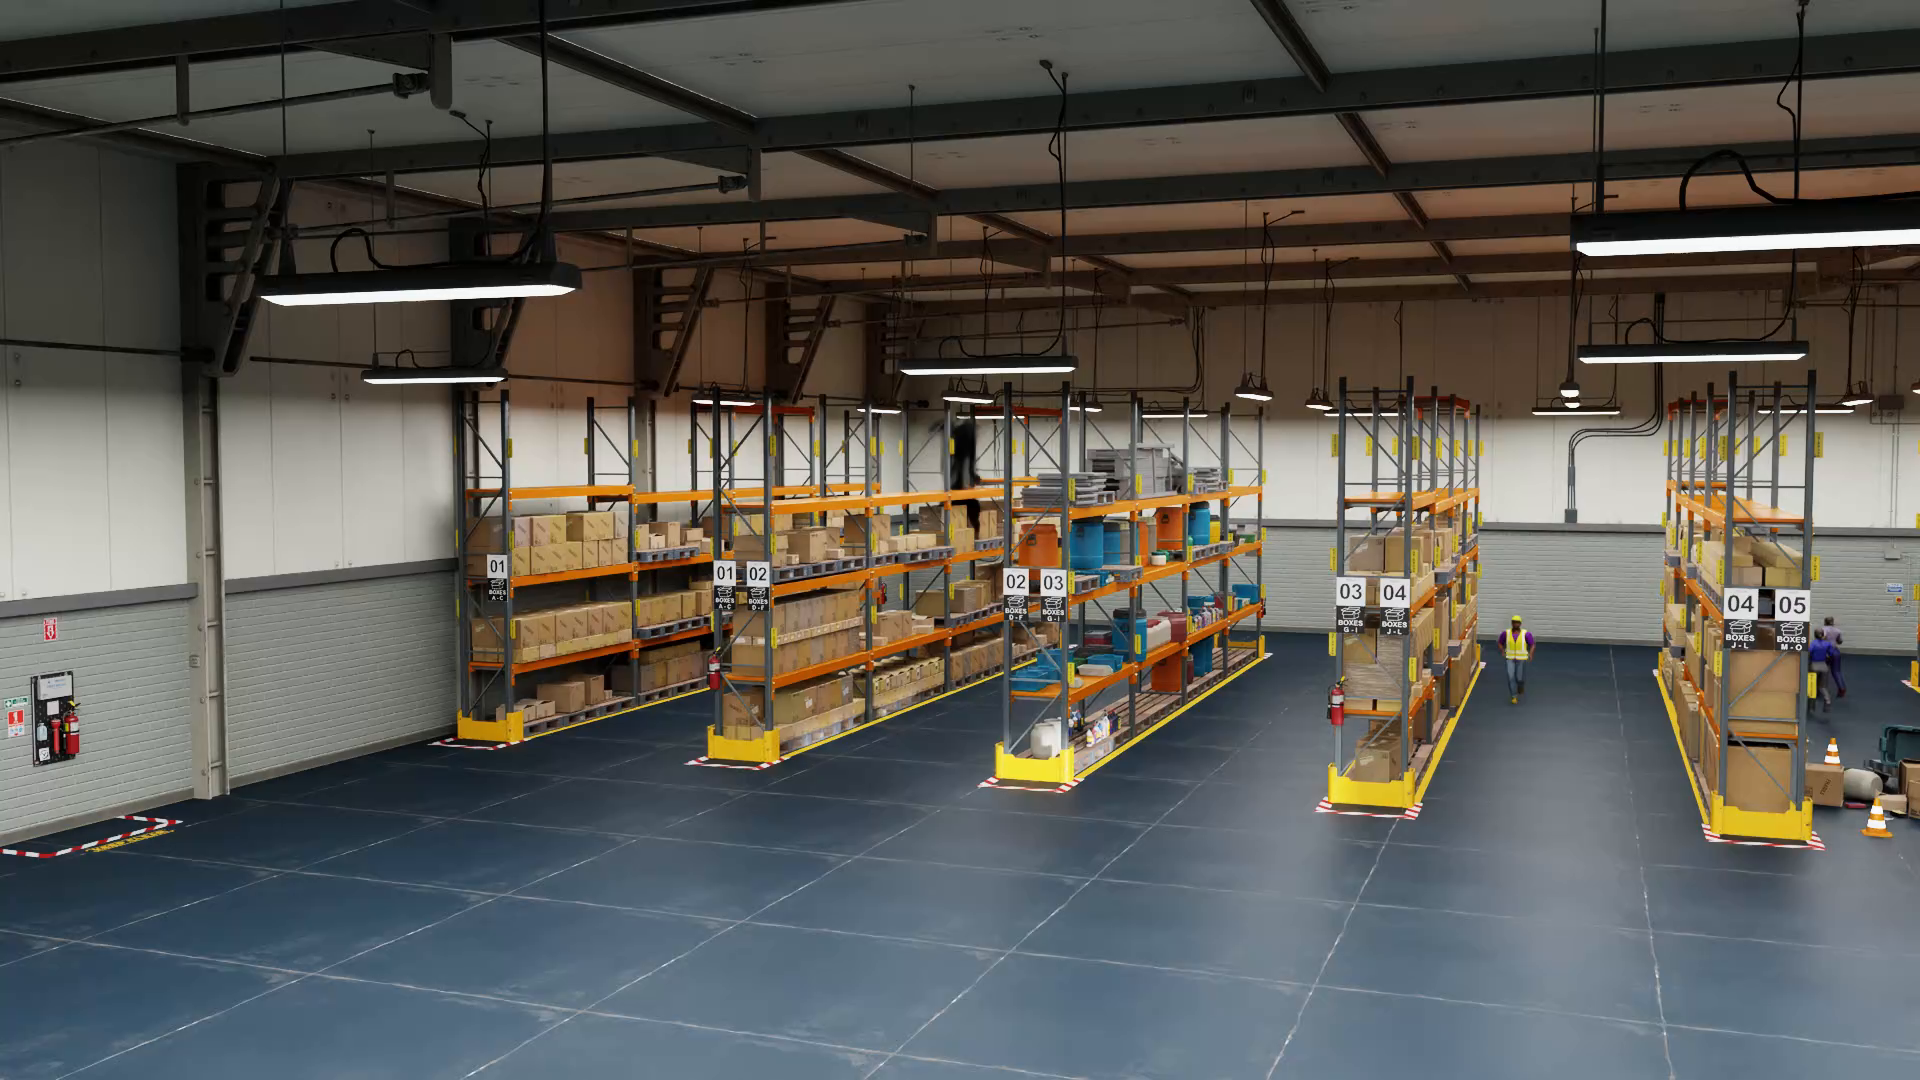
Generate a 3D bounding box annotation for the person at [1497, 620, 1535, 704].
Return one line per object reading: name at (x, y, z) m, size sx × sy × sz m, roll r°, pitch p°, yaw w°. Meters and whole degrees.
person at (10.956, 2.363, 32.791) m, size 0.702 × 1.686 × 0.598 m, roll 1°, pitch 3°, yaw 23°

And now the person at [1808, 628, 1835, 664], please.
person at (16.038, 2.025, 31.106) m, size 0.579 × 0.767 × 0.567 m, roll 1°, pitch 3°, yaw 10°

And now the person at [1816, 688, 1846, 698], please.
person at (17.317, 2.981, 33.139) m, size 0.255 × 0.356 × 0.933 m, roll 0°, pitch 3°, yaw 0°
